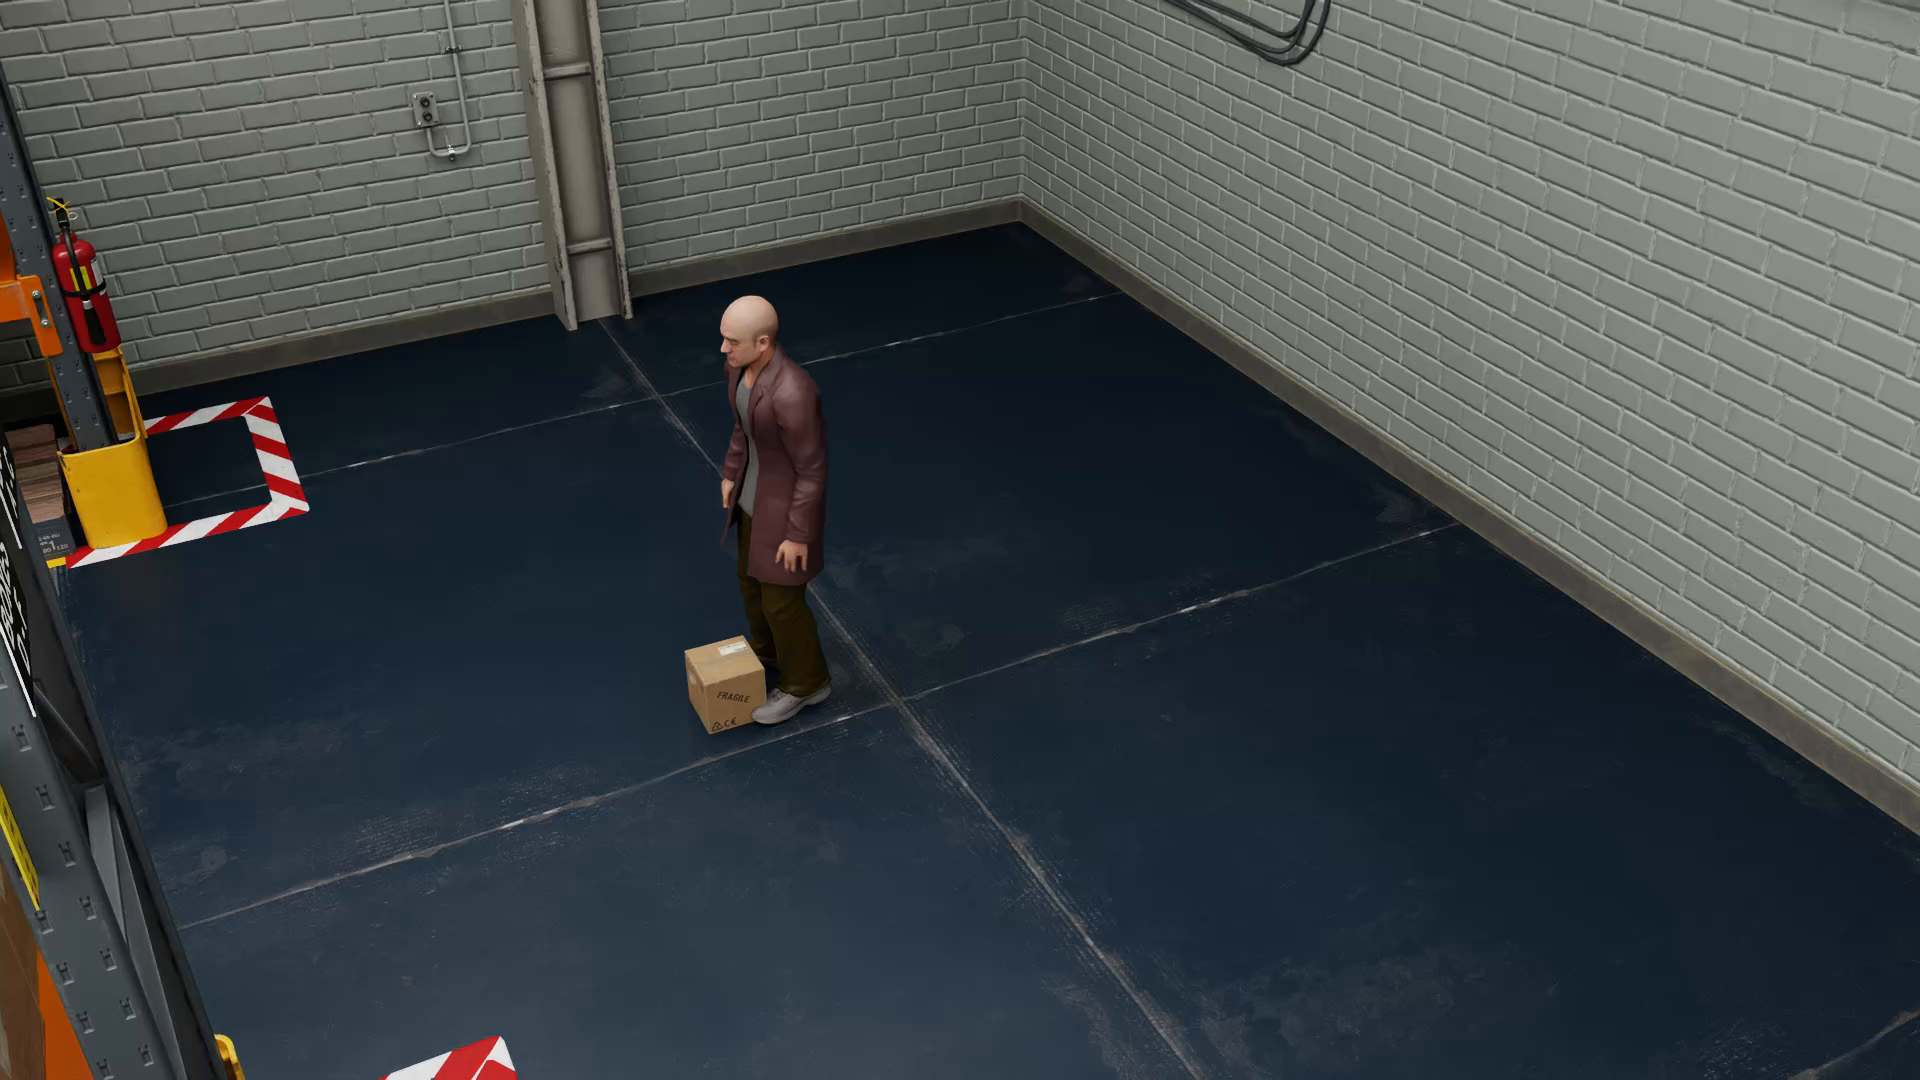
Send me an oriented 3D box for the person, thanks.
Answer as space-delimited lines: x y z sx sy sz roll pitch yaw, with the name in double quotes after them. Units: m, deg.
-0.715 -0.123 6.344 0.420 1.774 0.654 -18 37 -25 "person"
